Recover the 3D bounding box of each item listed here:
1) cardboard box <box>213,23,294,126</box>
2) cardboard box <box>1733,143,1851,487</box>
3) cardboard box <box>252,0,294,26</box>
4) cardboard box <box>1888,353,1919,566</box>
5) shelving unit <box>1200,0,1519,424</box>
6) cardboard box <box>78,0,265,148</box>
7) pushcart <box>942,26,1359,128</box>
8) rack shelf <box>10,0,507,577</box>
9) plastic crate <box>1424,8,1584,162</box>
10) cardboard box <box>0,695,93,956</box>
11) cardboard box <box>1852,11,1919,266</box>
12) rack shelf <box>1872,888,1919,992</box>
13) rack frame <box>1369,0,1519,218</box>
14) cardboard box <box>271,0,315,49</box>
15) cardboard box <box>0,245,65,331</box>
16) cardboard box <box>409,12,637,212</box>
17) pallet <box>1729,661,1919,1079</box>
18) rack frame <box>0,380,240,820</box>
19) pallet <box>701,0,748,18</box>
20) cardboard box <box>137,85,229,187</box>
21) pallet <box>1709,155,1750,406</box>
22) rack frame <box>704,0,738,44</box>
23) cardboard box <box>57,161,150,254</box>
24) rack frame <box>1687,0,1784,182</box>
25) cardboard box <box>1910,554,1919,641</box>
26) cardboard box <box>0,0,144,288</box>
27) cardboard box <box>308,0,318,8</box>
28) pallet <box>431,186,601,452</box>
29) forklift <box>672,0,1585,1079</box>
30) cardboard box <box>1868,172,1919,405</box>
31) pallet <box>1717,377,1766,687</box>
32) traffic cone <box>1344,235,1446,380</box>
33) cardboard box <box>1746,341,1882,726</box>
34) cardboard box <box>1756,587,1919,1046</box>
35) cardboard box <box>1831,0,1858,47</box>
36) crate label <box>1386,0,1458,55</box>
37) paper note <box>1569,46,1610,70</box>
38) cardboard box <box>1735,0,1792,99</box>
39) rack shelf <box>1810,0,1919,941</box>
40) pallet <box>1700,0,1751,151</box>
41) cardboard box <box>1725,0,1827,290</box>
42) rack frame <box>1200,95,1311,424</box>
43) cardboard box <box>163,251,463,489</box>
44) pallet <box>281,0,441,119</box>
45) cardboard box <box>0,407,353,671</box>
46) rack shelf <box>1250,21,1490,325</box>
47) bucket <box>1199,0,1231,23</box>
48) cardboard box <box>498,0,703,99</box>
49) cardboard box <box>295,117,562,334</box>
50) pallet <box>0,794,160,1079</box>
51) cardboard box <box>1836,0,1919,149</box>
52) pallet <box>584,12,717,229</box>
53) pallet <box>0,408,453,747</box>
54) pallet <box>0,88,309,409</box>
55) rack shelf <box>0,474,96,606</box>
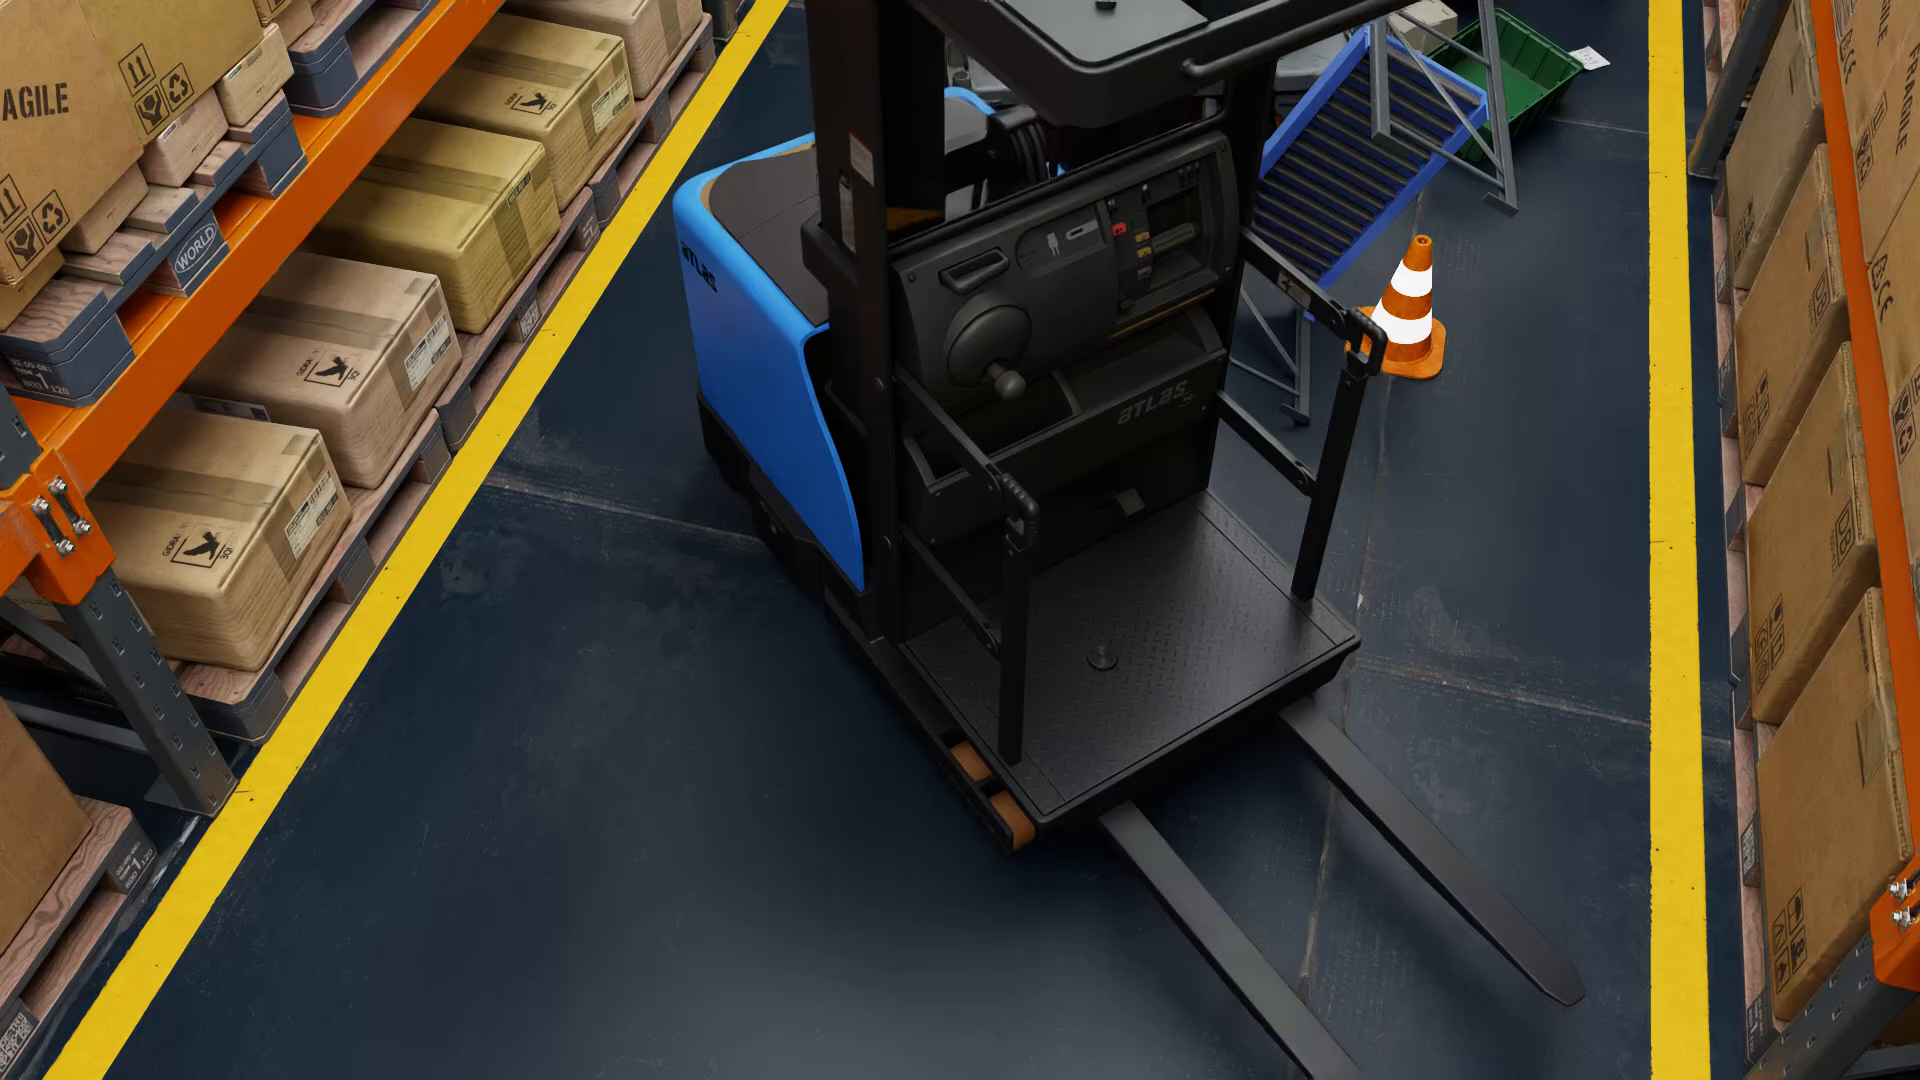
[{"bbox_3d":[-1.932,-1.203,4.198,0.380,0.149,0.250,12,50,10],"label":"cardboard box"},{"bbox_3d":[3.008,-0.587,4.988,1.050,0.750,0.750,12,50,10],"label":"cardboard box"},{"bbox_3d":[-1.907,-1.681,4.188,0.500,0.500,0.500,12,50,11],"label":"cardboard box"},{"bbox_3d":[2.282,-0.236,3.391,0.500,0.500,0.500,12,50,10],"label":"cardboard box"},{"bbox_3d":[1.280,-1.329,5.632,0.538,1.048,1.500,24,47,-15],"label":"shelving unit"},{"bbox_3d":[-2.040,-1.296,3.848,0.500,0.500,0.500,14,50,12],"label":"cardboard box"},{"bbox_3d":[0.753,-1.979,6.745,1.648,0.377,0.936,-4,49,-3],"label":"pushcart"},{"bbox_3d":[-1.986,-1.576,5.120,1.077,0.370,4.000,12,50,10],"label":"rack shelf"},{"bbox_3d":[2.124,-1.829,6.701,0.662,0.188,0.450,-37,68,-28],"label":"plastic crate"},{"bbox_3d":[-2.774,0.680,3.786,0.875,0.875,0.875,11,50,10],"label":"cardboard box"},{"bbox_3d":[2.544,-0.969,4.038,0.500,0.500,0.500,12,50,11],"label":"cardboard box"},{"bbox_3d":[1.763,2.221,1.769,1.077,0.370,4.000,12,50,10],"label":"rack shelf"},{"bbox_3d":[1.507,-1.604,5.270,0.500,0.032,1.500,24,47,-15],"label":"rack frame"},{"bbox_3d":[-1.944,-1.393,4.366,0.380,0.149,0.250,14,50,12],"label":"cardboard box"},{"bbox_3d":[-2.247,-0.621,3.685,0.380,0.149,0.250,9,49,8],"label":"cardboard box"},{"bbox_3d":[-1.781,-1.629,6.160,0.950,0.372,0.625,14,50,12],"label":"cardboard box"},{"bbox_3d":[2.570,0.904,4.311,1.003,0.211,1.213,12,50,10],"label":"pallet"},{"bbox_3d":[-2.512,-0.367,3.573,1.000,3.000,0.127,12,50,10],"label":"rack frame"},{"bbox_3d":[-1.317,-2.830,7.607,1.003,0.211,1.213,12,50,10],"label":"pallet"},{"bbox_3d":[-2.024,-1.008,4.026,0.380,0.149,0.250,9,49,8],"label":"cardboard box"},{"bbox_3d":[3.212,-0.861,5.869,1.003,0.211,1.213,12,50,10],"label":"pallet"},{"bbox_3d":[-1.459,-3.260,6.127,1.000,3.000,0.127,12,50,10],"label":"rack frame"},{"bbox_3d":[-2.141,-0.819,3.860,0.380,0.149,0.250,9,49,8],"label":"cardboard box"},{"bbox_3d":[3.343,-2.357,5.329,1.000,3.000,0.127,12,50,10],"label":"rack frame"},{"bbox_3d":[2.149,0.125,3.073,0.500,0.500,0.500,12,50,10],"label":"cardboard box"},{"bbox_3d":[-2.171,-0.917,3.514,0.500,0.500,0.500,10,49,9],"label":"cardboard box"},{"bbox_3d":[-1.907,-1.605,4.553,0.380,0.149,0.250,13,50,12],"label":"cardboard box"},{"bbox_3d":[-1.982,-0.889,5.894,1.003,0.211,1.213,12,50,10],"label":"pallet"},{"bbox_3d":[0.393,-0.543,3.774,1.130,2.935,3.031,-26,54,-21],"label":"forklift"},{"bbox_3d":[2.414,-0.597,3.710,0.500,0.500,0.500,11,49,9],"label":"cardboard box"},{"bbox_3d":[2.893,0.024,5.088,1.003,0.211,1.213,12,50,10],"label":"pallet"},{"bbox_3d":[1.533,-0.845,5.687,0.336,0.463,0.334,12,50,10],"label":"traffic cone"},{"bbox_3d":[2.764,0.086,4.394,1.050,0.750,0.750,12,50,11],"label":"cardboard box"},{"bbox_3d":[2.537,0.719,3.835,1.050,0.750,0.750,11,49,10],"label":"cardboard box"},{"bbox_3d":[2.812,-1.697,4.680,0.500,0.500,0.500,12,50,10],"label":"cardboard box"},{"bbox_3d":[1.973,-2.209,7.108,0.298,0.136,0.250,-19,51,-16],"label":"crate label"},{"bbox_3d":[2.646,-2.039,7.029,0.147,0.020,0.142,-19,51,-16],"label":"paper note"},{"bbox_3d":[3.576,-2.234,6.358,0.875,0.875,0.875,12,50,11],"label":"cardboard box"},{"bbox_3d":[2.816,-0.672,4.322,1.077,0.370,4.000,12,50,10],"label":"rack shelf"},{"bbox_3d":[3.618,-1.968,6.847,1.003,0.211,1.213,12,50,10],"label":"pallet"},{"bbox_3d":[3.266,-1.284,5.603,1.050,0.750,0.750,11,50,10],"label":"cardboard box"},{"bbox_3d":[1.052,-1.054,5.995,0.500,0.032,1.500,24,47,-15],"label":"rack frame"},{"bbox_3d":[-2.167,-0.579,5.233,0.950,0.372,0.625,11,49,9],"label":"cardboard box"},{"bbox_3d":[-2.031,-1.744,4.916,1.003,0.211,1.213,12,50,10],"label":"pallet"},{"bbox_3d":[-2.354,-0.043,4.760,0.950,0.372,0.625,9,49,7],"label":"cardboard box"},{"bbox_3d":[1.253,-1.196,5.515,0.538,1.000,0.185,24,47,-15],"label":"rack shelf"},{"bbox_3d":[1.154,-2.330,6.475,0.726,0.611,0.620,28,64,22],"label":"bucket"},{"bbox_3d":[-1.595,-2.150,6.619,0.950,0.372,0.625,12,50,11],"label":"cardboard box"},{"bbox_3d":[-1.962,-1.126,5.716,0.950,0.372,0.625,13,50,11],"label":"cardboard box"},{"bbox_3d":[-2.792,1.111,4.129,1.003,0.211,1.213,12,50,10],"label":"pallet"},{"bbox_3d":[2.678,-1.336,4.362,0.500,0.500,0.500,11,50,10],"label":"cardboard box"},{"bbox_3d":[-1.663,-1.774,6.675,1.003,0.211,1.213,12,50,10],"label":"pallet"},{"bbox_3d":[-2.305,-0.009,5.117,1.003,0.211,1.213,12,50,10],"label":"pallet"},{"bbox_3d":[-2.427,-0.840,4.119,1.213,0.211,1.003,12,50,10],"label":"pallet"},{"bbox_3d":[-3.039,1.318,2.566,1.077,0.370,4.000,12,50,10],"label":"rack shelf"}]
